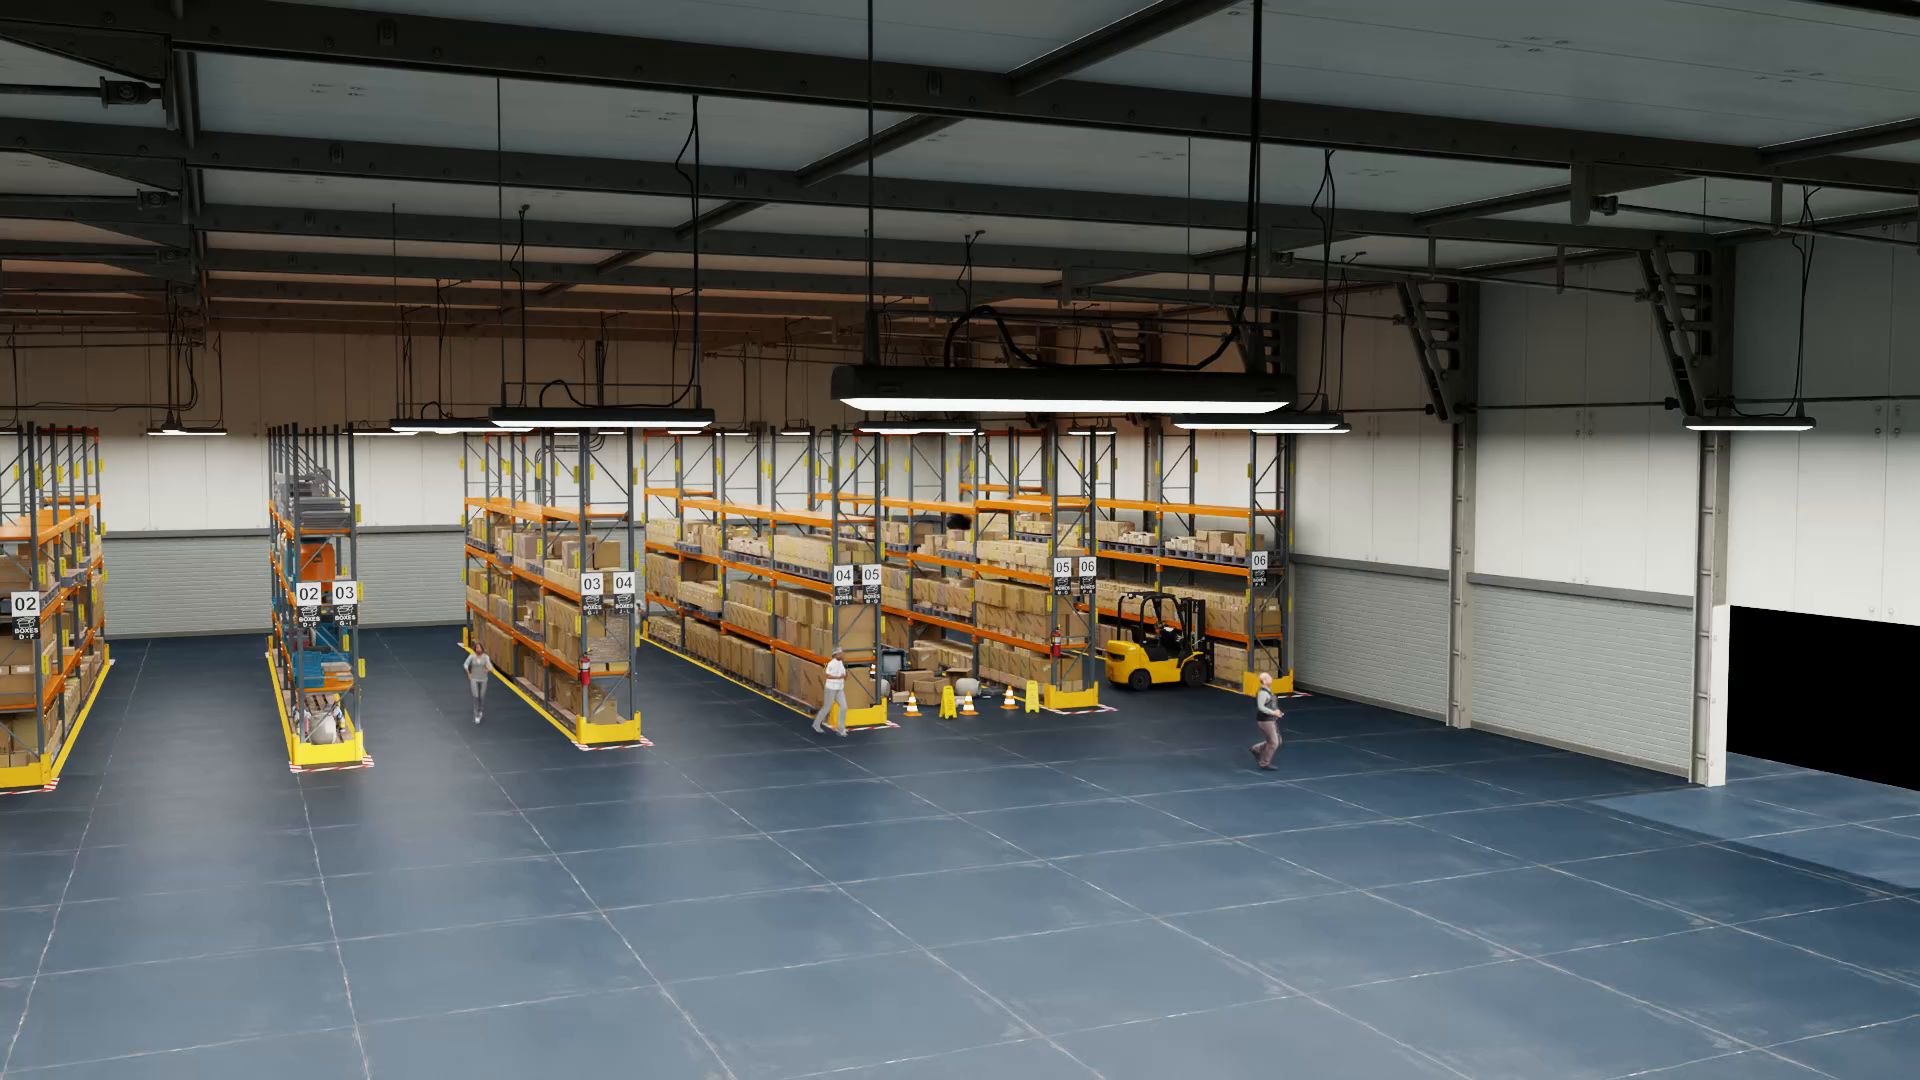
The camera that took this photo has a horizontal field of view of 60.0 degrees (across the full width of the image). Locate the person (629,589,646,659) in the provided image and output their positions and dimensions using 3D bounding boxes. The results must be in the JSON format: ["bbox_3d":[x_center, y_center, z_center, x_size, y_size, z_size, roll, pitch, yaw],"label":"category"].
[{"bbox_3d":[-8.516,2.183,43.355,0.643,1.833,0.848,-1,4,-23],"label":"person"}]

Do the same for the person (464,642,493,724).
[{"bbox_3d":[-9.722,2.886,33.608,0.546,1.649,0.656,-1,4,-22],"label":"person"}]

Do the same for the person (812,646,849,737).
[{"bbox_3d":[-2.448,2.922,32.144,0.765,1.744,0.583,2,4,30],"label":"person"}]

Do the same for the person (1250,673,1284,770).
[{"bbox_3d":[5.313,3.127,28.737,0.604,1.673,0.655,1,4,17],"label":"person"}]
